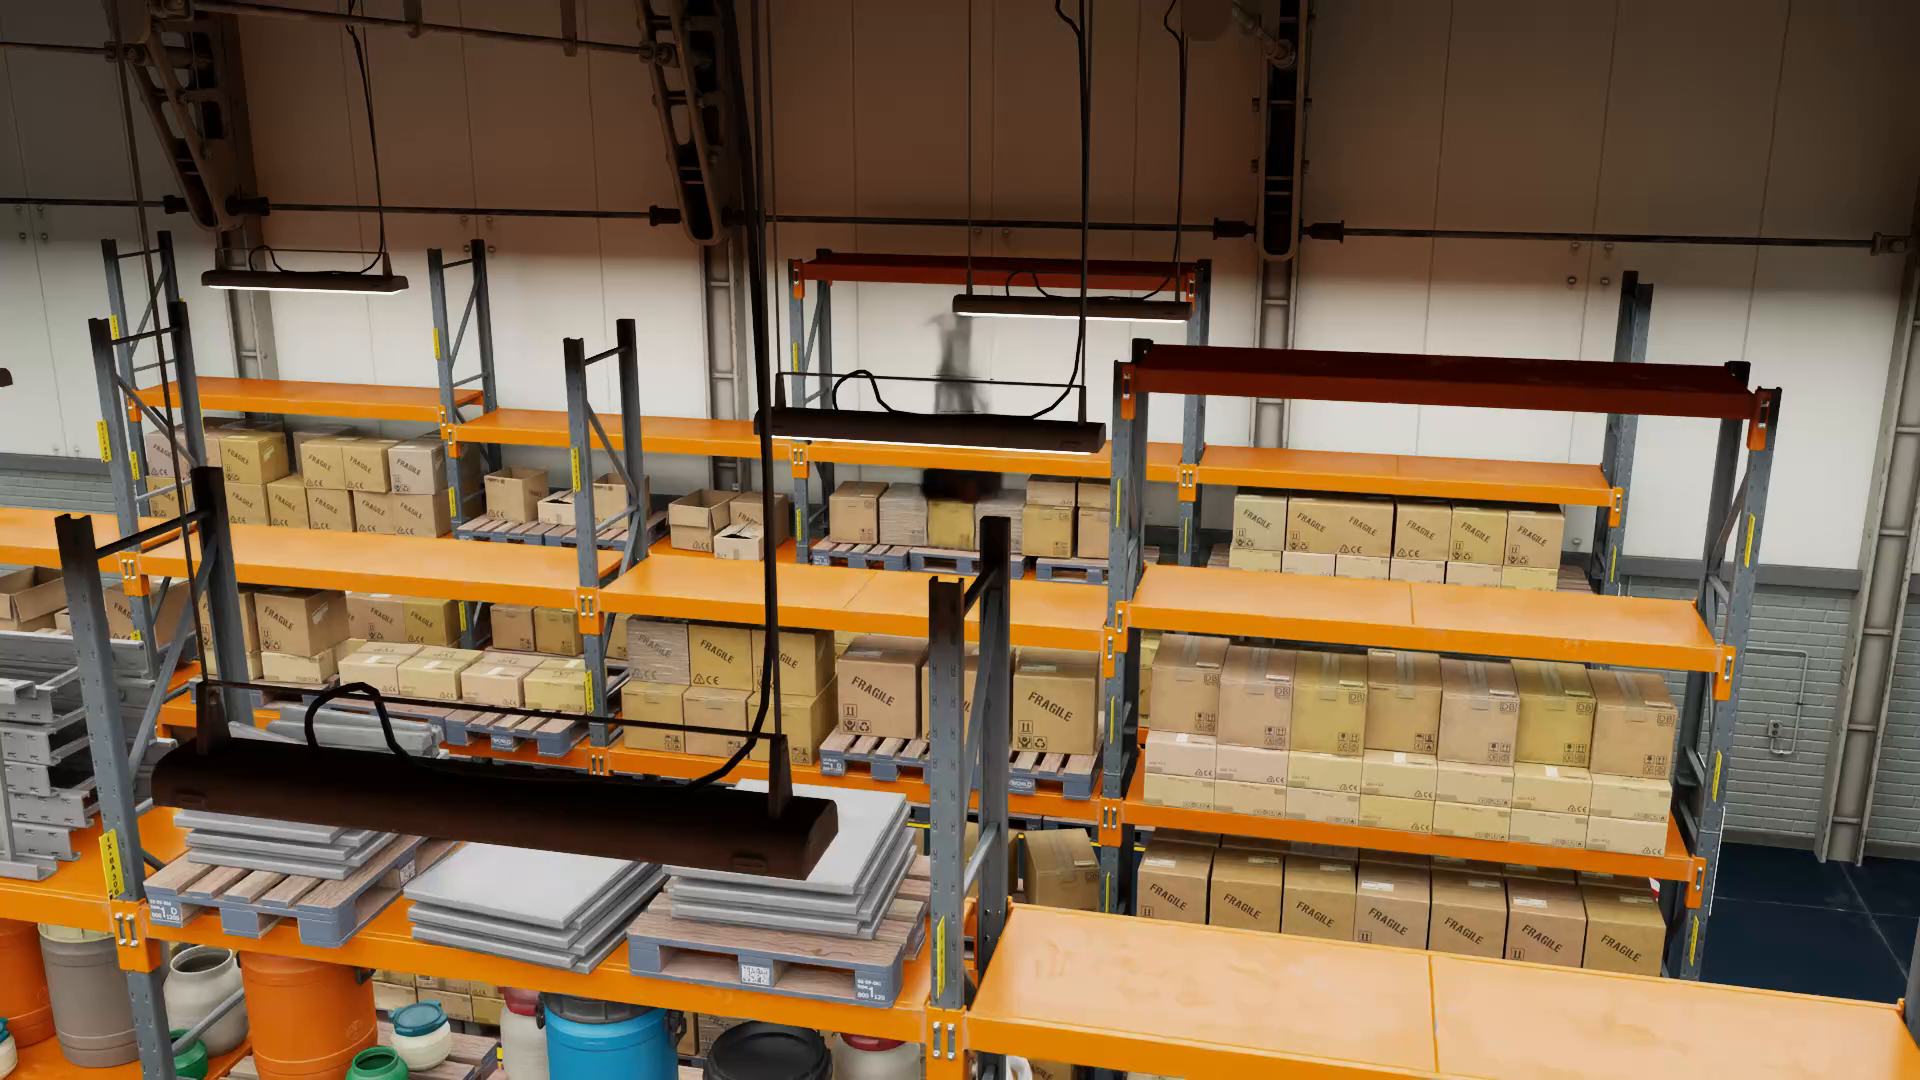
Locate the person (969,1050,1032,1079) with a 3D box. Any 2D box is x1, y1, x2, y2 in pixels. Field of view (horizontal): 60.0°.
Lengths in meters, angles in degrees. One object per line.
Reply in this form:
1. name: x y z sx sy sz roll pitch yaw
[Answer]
1. person: 0.321 4.095 11.582 0.688 1.613 0.608 2 16 6
